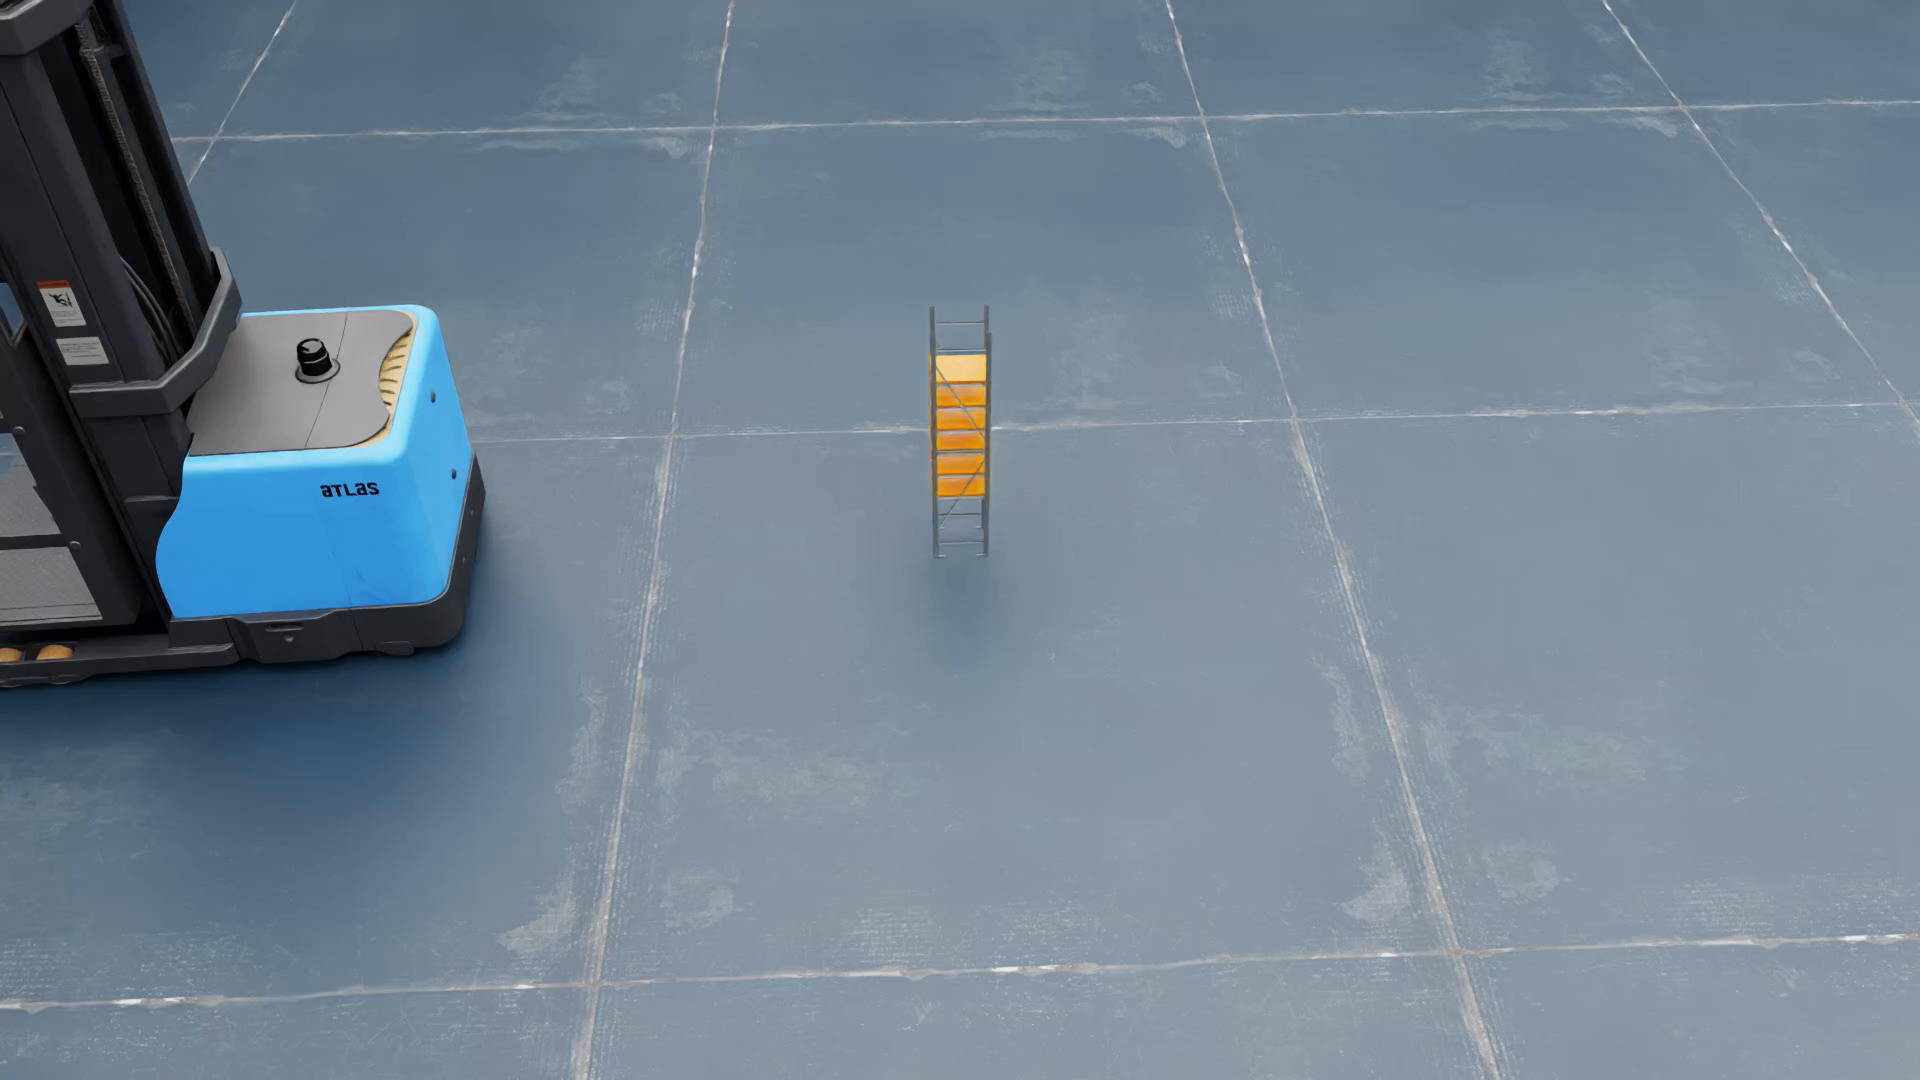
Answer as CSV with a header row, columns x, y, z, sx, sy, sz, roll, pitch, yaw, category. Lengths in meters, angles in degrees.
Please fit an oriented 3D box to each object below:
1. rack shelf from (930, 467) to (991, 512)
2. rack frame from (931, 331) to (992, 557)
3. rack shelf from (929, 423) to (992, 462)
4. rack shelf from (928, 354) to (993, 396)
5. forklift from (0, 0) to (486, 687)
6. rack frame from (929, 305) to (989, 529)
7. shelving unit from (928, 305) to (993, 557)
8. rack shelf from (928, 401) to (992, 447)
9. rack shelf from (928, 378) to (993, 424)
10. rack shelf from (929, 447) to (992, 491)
x,y,z,sx,sy,sz,roll,pitch,yaw,category
0.001,-0.223,7.176,0.258,0.103,0.180,-2,43,-2,rack shelf
0.005,-0.371,6.916,0.240,1.200,0.006,-2,43,-2,rack frame
0.001,-0.400,7.014,0.258,0.103,0.180,-2,43,-2,rack shelf
0.001,-0.665,6.770,0.258,0.103,0.180,-2,43,-2,rack shelf
-3.615,-0.857,6.166,3.031,2.935,1.130,-4,43,-4,forklift
-0.003,-0.494,7.051,0.240,1.200,0.006,-2,43,-2,rack frame
0.001,-0.433,6.984,0.258,1.200,0.189,-2,43,-2,shelving unit
0.001,-0.488,6.933,0.258,0.103,0.180,-2,43,-2,rack shelf
0.001,-0.577,6.851,0.258,0.103,0.180,-2,43,-2,rack shelf
0.001,-0.311,7.095,0.258,0.103,0.180,-2,43,-2,rack shelf
